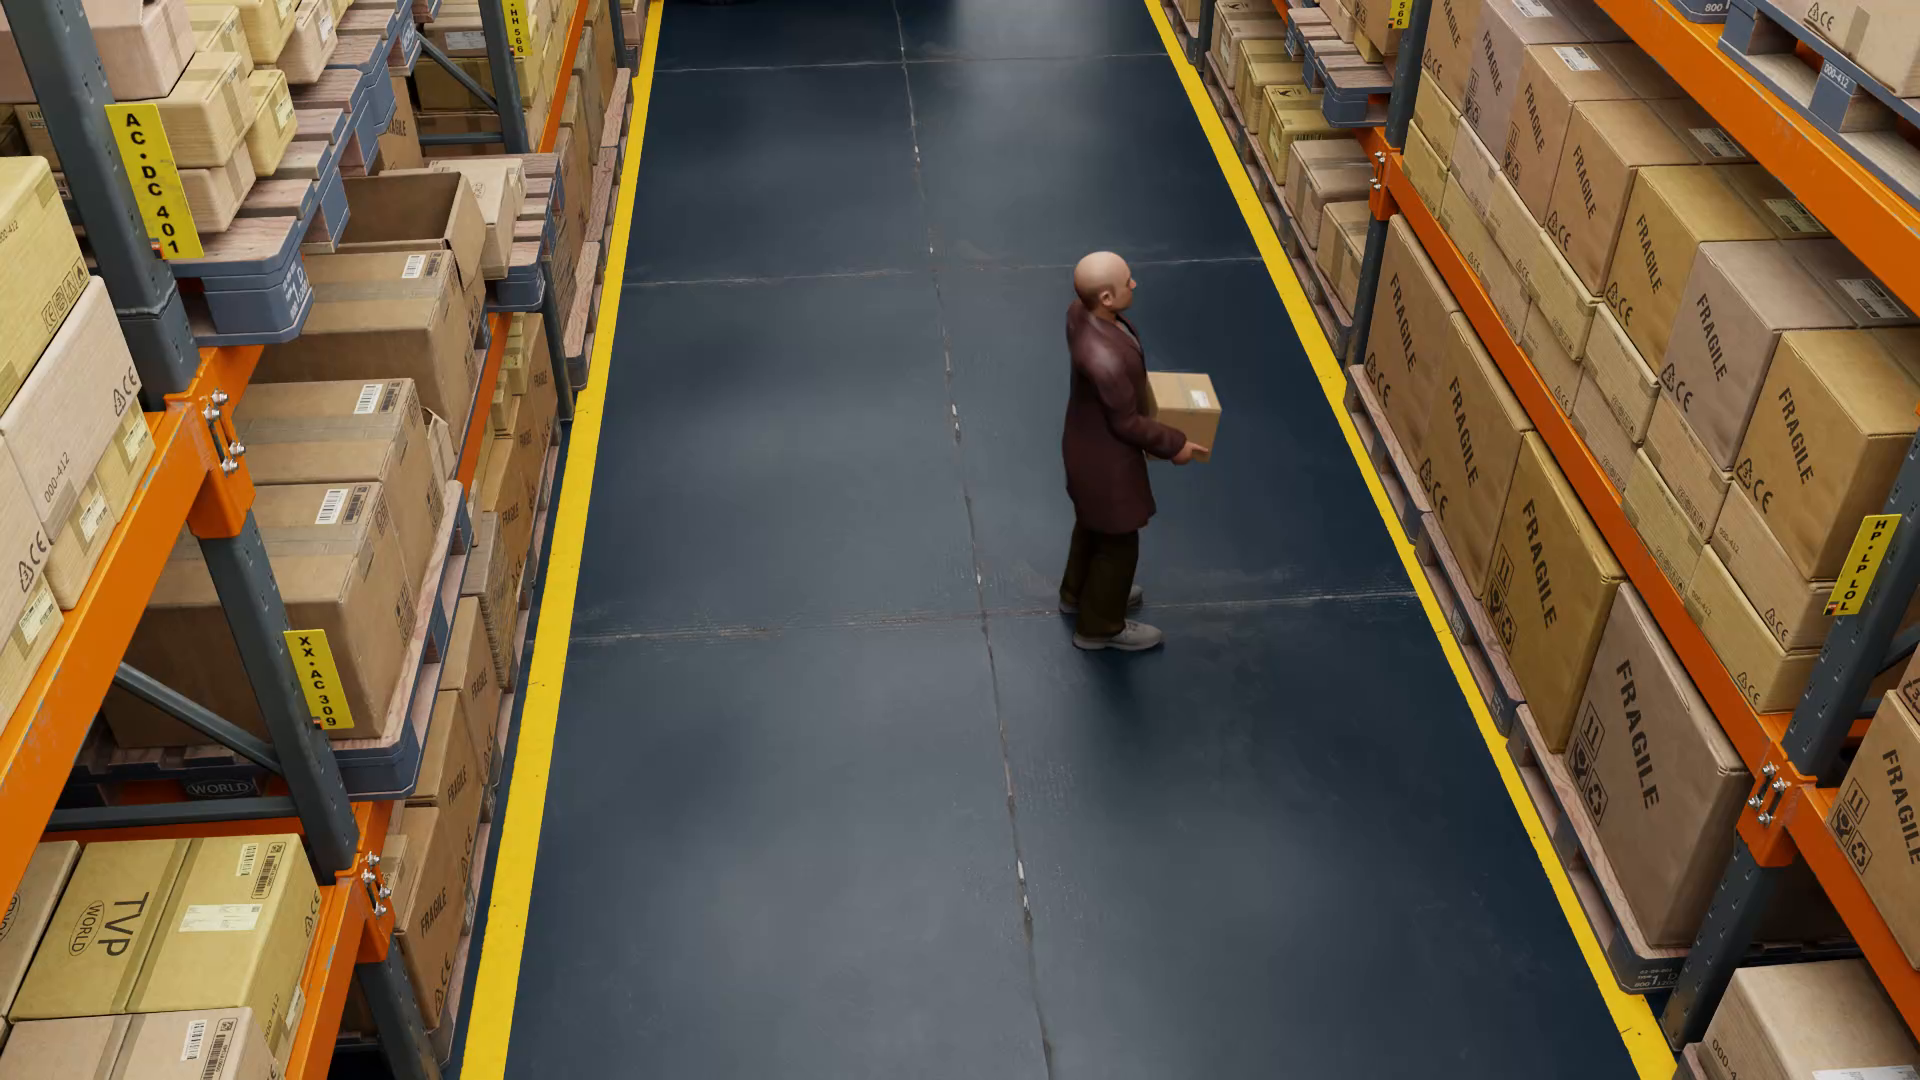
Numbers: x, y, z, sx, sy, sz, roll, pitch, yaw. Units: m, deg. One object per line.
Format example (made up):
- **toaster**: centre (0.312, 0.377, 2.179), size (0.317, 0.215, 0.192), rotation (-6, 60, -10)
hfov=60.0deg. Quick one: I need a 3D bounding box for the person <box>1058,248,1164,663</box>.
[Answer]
- **person**: centre (0.595, -0.347, 6.600), size (0.416, 1.774, 0.656), rotation (-4, 39, -6)
